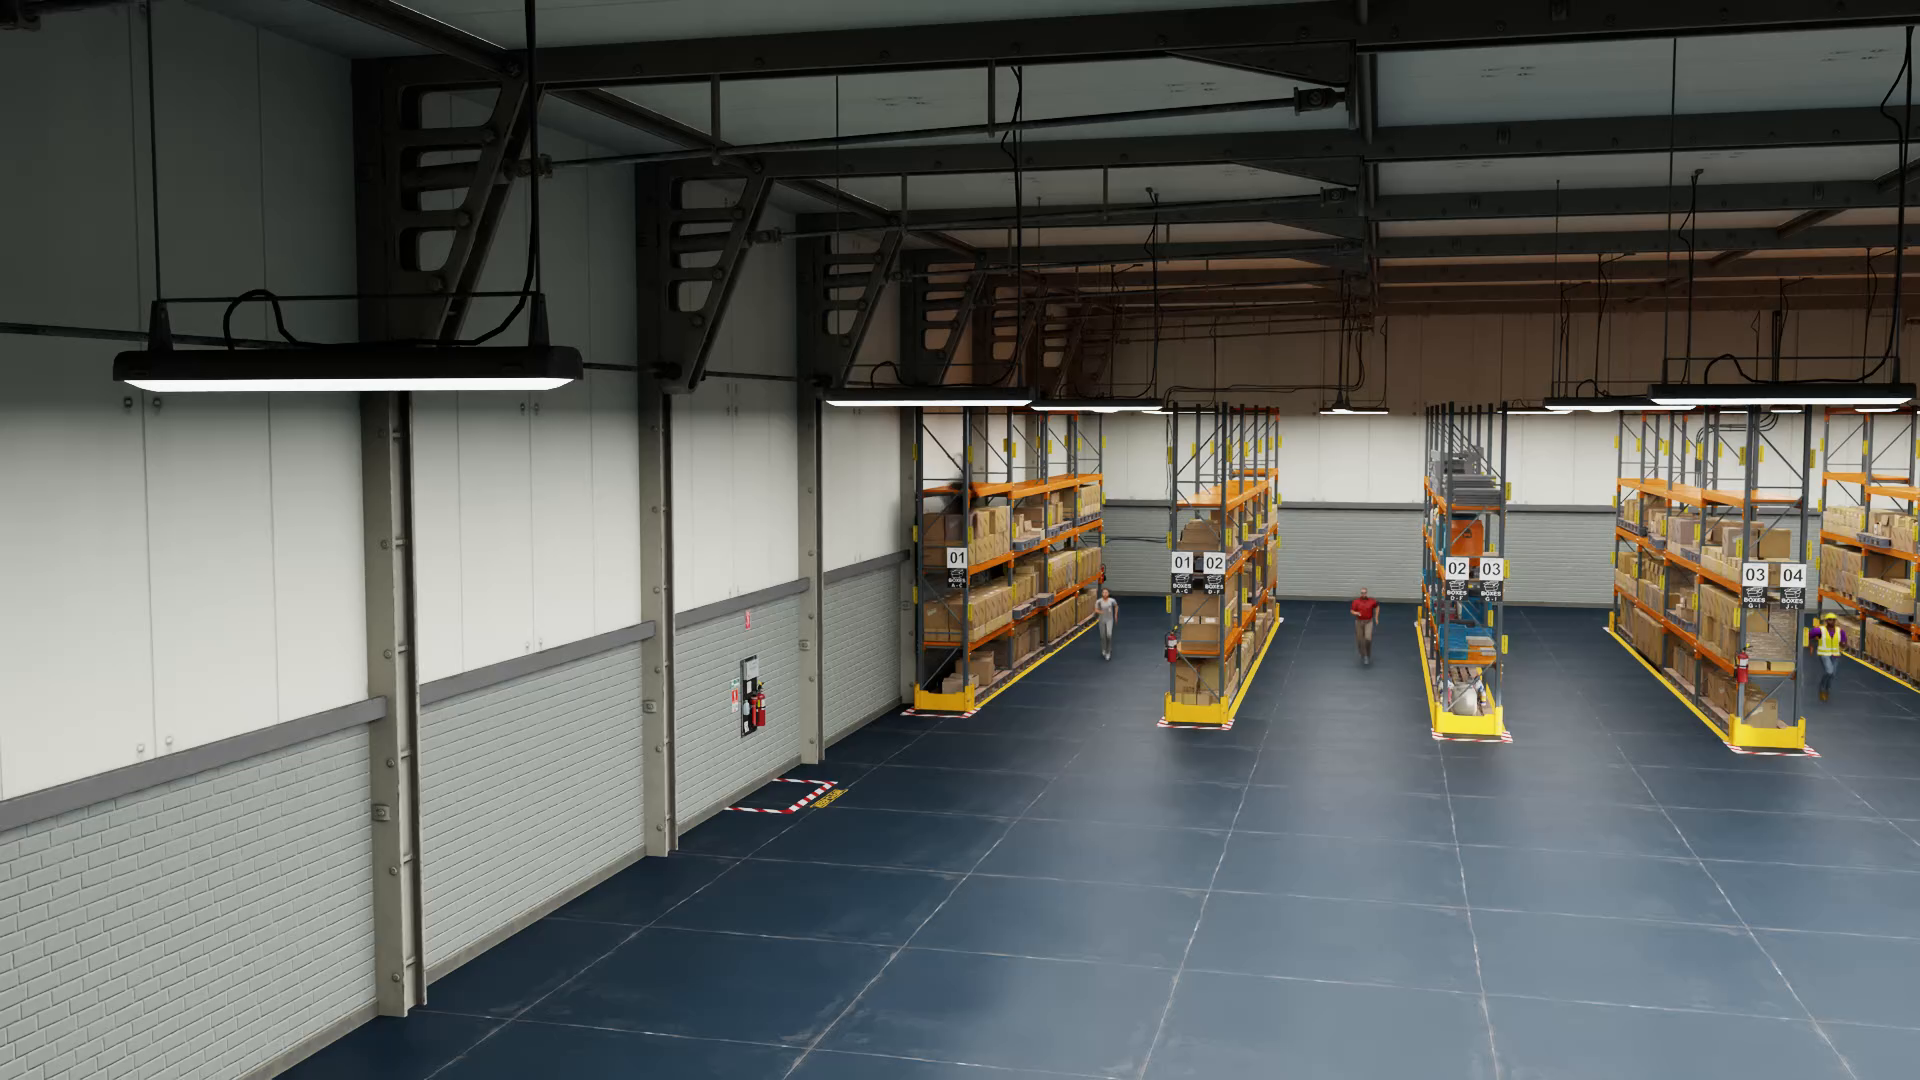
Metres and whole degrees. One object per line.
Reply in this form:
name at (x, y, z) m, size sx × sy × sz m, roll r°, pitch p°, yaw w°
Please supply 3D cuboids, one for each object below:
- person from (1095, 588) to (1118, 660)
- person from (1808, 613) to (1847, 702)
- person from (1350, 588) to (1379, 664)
person at (3.466, 1.976, 39.471) m, size 0.532 × 1.713 × 0.812 m, roll 1°, pitch 4°, yaw 9°
person at (17.555, 2.365, 33.576) m, size 0.653 × 1.789 × 0.723 m, roll 0°, pitch 4°, yaw -1°
person at (9.429, 2.010, 38.804) m, size 0.641 × 1.787 × 0.853 m, roll 1°, pitch 4°, yaw 17°
